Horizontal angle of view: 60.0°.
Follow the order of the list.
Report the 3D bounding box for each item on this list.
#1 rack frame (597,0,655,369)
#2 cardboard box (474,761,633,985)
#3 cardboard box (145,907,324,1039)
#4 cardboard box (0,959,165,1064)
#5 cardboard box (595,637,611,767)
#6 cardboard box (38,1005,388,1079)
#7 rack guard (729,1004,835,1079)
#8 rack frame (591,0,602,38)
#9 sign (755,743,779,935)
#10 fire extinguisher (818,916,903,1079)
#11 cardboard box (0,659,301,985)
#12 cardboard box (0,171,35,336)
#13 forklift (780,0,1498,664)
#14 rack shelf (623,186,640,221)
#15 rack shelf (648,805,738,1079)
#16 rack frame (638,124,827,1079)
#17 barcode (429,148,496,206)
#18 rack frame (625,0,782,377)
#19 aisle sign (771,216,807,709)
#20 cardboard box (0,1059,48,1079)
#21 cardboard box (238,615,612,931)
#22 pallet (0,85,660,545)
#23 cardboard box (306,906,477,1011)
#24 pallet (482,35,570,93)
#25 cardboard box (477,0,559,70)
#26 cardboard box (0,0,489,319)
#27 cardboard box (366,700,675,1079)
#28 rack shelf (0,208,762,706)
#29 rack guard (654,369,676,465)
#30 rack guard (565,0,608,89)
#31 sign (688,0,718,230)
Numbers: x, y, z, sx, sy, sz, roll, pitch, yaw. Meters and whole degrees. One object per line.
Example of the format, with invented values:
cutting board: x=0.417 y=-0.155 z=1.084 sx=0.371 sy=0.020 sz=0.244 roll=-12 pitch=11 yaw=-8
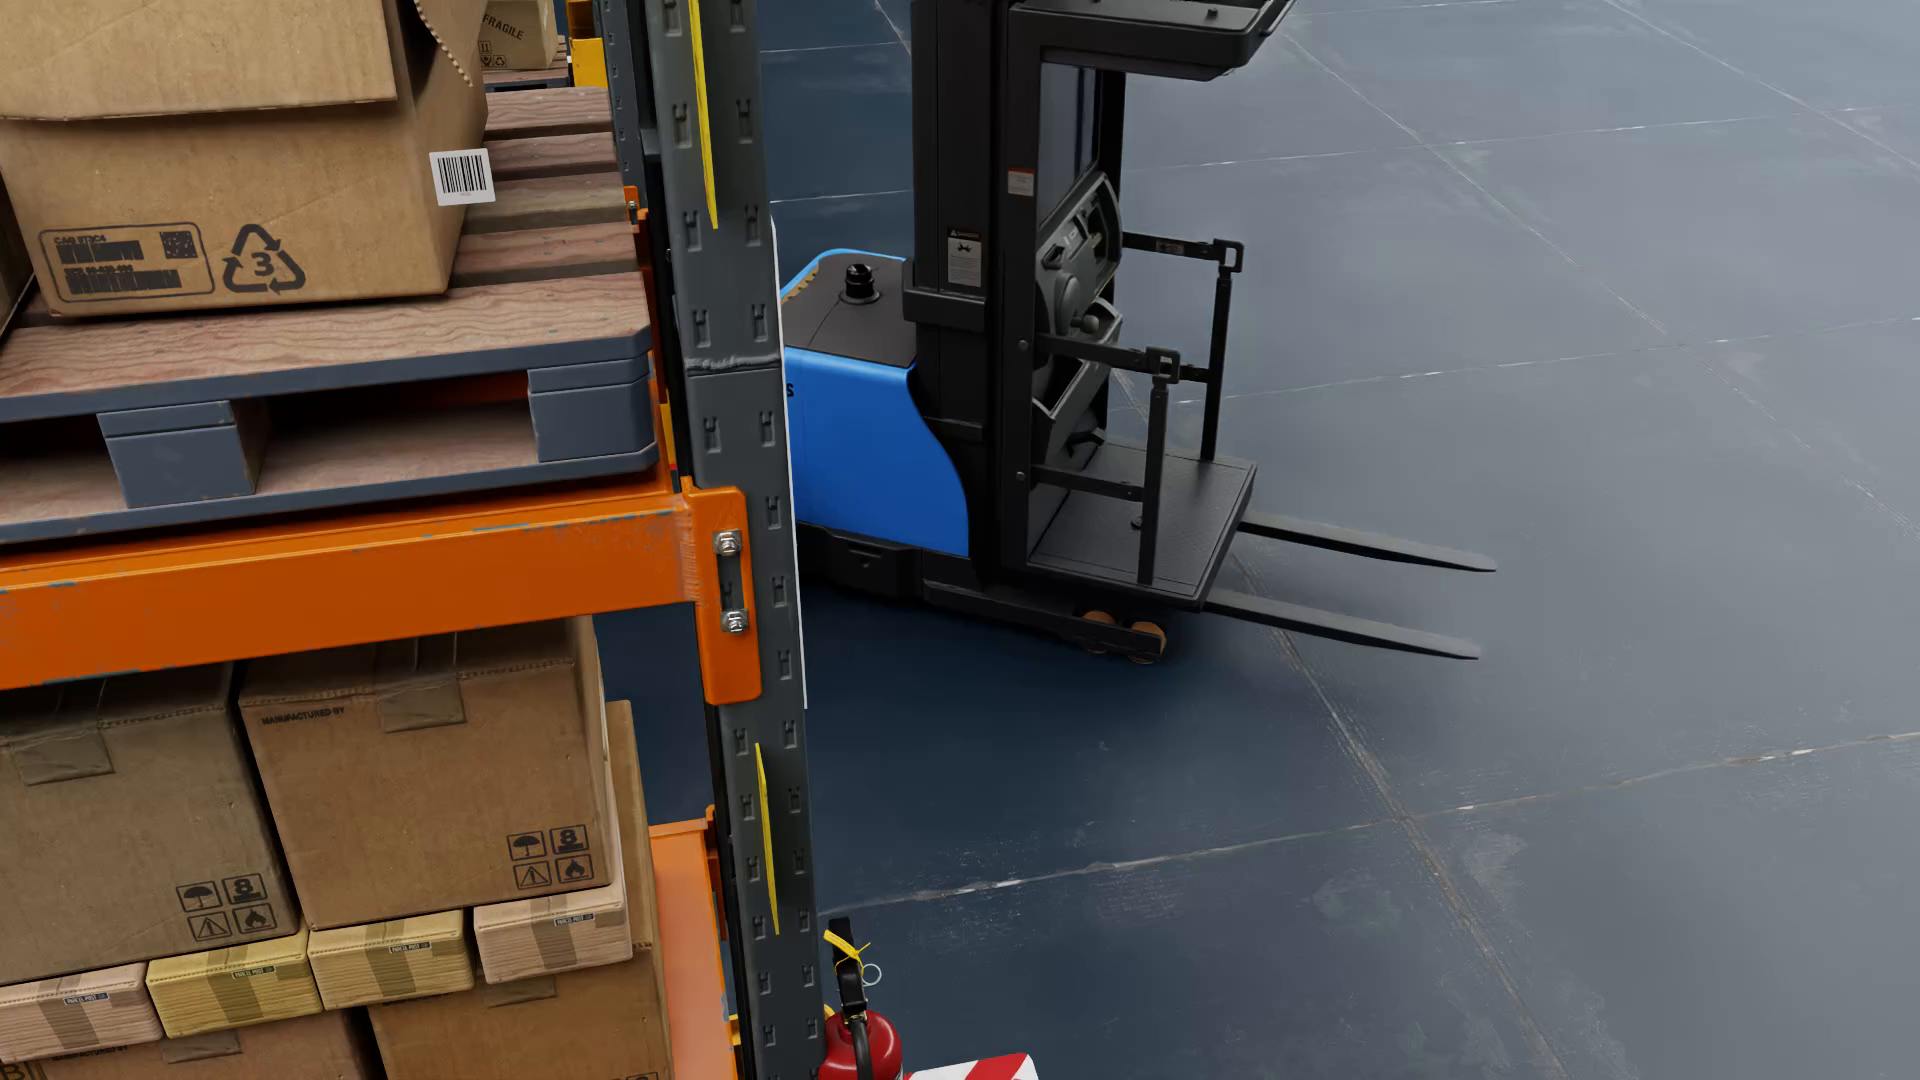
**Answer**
rack frame: x=-1.497 y=-1.940 z=7.449 sx=0.127 sy=3.000 sz=1.000 roll=-7 pitch=35 yaw=-11
cardboard box: x=-0.739 y=0.592 z=3.004 sx=0.250 sy=0.149 sz=0.380 roll=-8 pitch=35 yaw=-11
cardboard box: x=-1.243 y=0.657 z=2.908 sx=0.250 sy=0.149 sz=0.380 roll=-8 pitch=35 yaw=-11
cardboard box: x=-1.489 y=0.686 z=2.863 sx=0.250 sy=0.149 sz=0.380 roll=-7 pitch=34 yaw=-10
cardboard box: x=-0.838 y=0.373 z=3.331 sx=0.250 sy=0.149 sz=0.380 roll=-7 pitch=35 yaw=-11
cardboard box: x=-1.378 y=0.829 z=3.234 sx=0.500 sy=0.500 sz=0.700 roll=-6 pitch=34 yaw=-9
rack guard: x=-0.385 y=1.788 z=4.138 sx=0.348 sy=0.500 sz=1.175 roll=-7 pitch=35 yaw=-11
rack frame: x=-2.590 y=-4.632 z=11.461 sx=0.127 sy=3.000 sz=1.000 roll=-7 pitch=35 yaw=-11
sign: x=-0.302 y=0.470 z=2.606 sx=0.005 sy=0.325 sz=0.100 roll=-7 pitch=35 yaw=-11
fire extinguisher: x=-0.190 y=1.023 z=3.104 sx=0.183 sy=0.674 sz=0.296 roll=-7 pitch=35 yaw=-11
cardboard box: x=-1.430 y=0.297 z=2.862 sx=0.500 sy=0.500 sz=0.700 roll=-8 pitch=35 yaw=-12
cardboard box: x=-1.473 y=-0.378 z=2.062 sx=0.500 sy=0.250 sz=0.500 roll=-7 pitch=35 yaw=-11
forklift: x=0.638 y=-1.066 z=6.208 sx=3.031 sy=2.935 sz=1.130 roll=12 pitch=36 yaw=17
rack shelf: x=-3.448 y=-1.395 z=7.283 sx=4.000 sy=0.370 sz=1.077 roll=-7 pitch=35 yaw=-11
rack shelf: x=-2.359 y=1.297 z=3.271 sx=4.000 sy=0.370 sz=1.077 roll=-7 pitch=35 yaw=-11
rack frame: x=-0.408 y=0.753 z=3.437 sx=0.127 sy=3.000 sz=1.000 roll=-7 pitch=35 yaw=-11
barcode: x=-0.596 y=-0.435 z=1.993 sx=0.075 sy=0.075 sz=0.001 roll=-7 pitch=35 yaw=-11
rack frame: x=-0.408 y=-1.739 z=1.765 sx=0.127 sy=3.000 sz=1.000 roll=-7 pitch=35 yaw=-11
aisle sign: x=-0.279 y=-0.175 z=2.486 sx=0.004 sy=0.787 sz=0.394 roll=-7 pitch=35 yaw=-11
cardboard box: x=-1.863 y=0.887 z=3.147 sx=0.500 sy=0.500 sz=0.700 roll=-7 pitch=34 yaw=-10
cardboard box: x=-0.918 y=0.229 z=2.962 sx=0.500 sy=0.500 sz=0.700 roll=-7 pitch=35 yaw=-10
pallet: x=-1.104 y=-0.383 z=2.517 sx=1.213 sy=0.211 sz=1.003 roll=-7 pitch=35 yaw=-11
cardboard box: x=-0.994 y=0.625 z=2.955 sx=0.250 sy=0.149 sz=0.380 roll=-6 pitch=34 yaw=-9
pallet: x=-3.464 y=-3.384 z=12.103 sx=1.213 sy=0.211 sz=1.003 roll=-7 pitch=35 yaw=-11
cardboard box: x=-3.203 y=-3.701 z=11.939 sx=0.500 sy=0.500 sz=0.500 roll=-1 pitch=34 yaw=-2
cardboard box: x=-0.970 y=-0.700 z=2.314 sx=0.637 sy=0.503 sz=0.797 roll=-5 pitch=34 yaw=-7
cardboard box: x=-0.866 y=0.761 z=3.334 sx=0.500 sy=0.500 sz=0.700 roll=-7 pitch=35 yaw=-11
rack shelf: x=-2.359 y=0.052 z=2.435 sx=4.000 sy=0.370 sz=1.077 roll=-7 pitch=35 yaw=-11
rack guard: x=-1.561 y=-0.867 z=8.094 sx=0.348 sy=0.500 sz=1.175 roll=-7 pitch=35 yaw=-11
rack guard: x=-2.664 y=-3.585 z=12.143 sx=0.348 sy=0.500 sz=1.175 roll=-7 pitch=35 yaw=-11
sign: x=-0.302 y=-0.531 z=1.934 sx=0.005 sy=0.325 sz=0.100 roll=-7 pitch=35 yaw=-11
